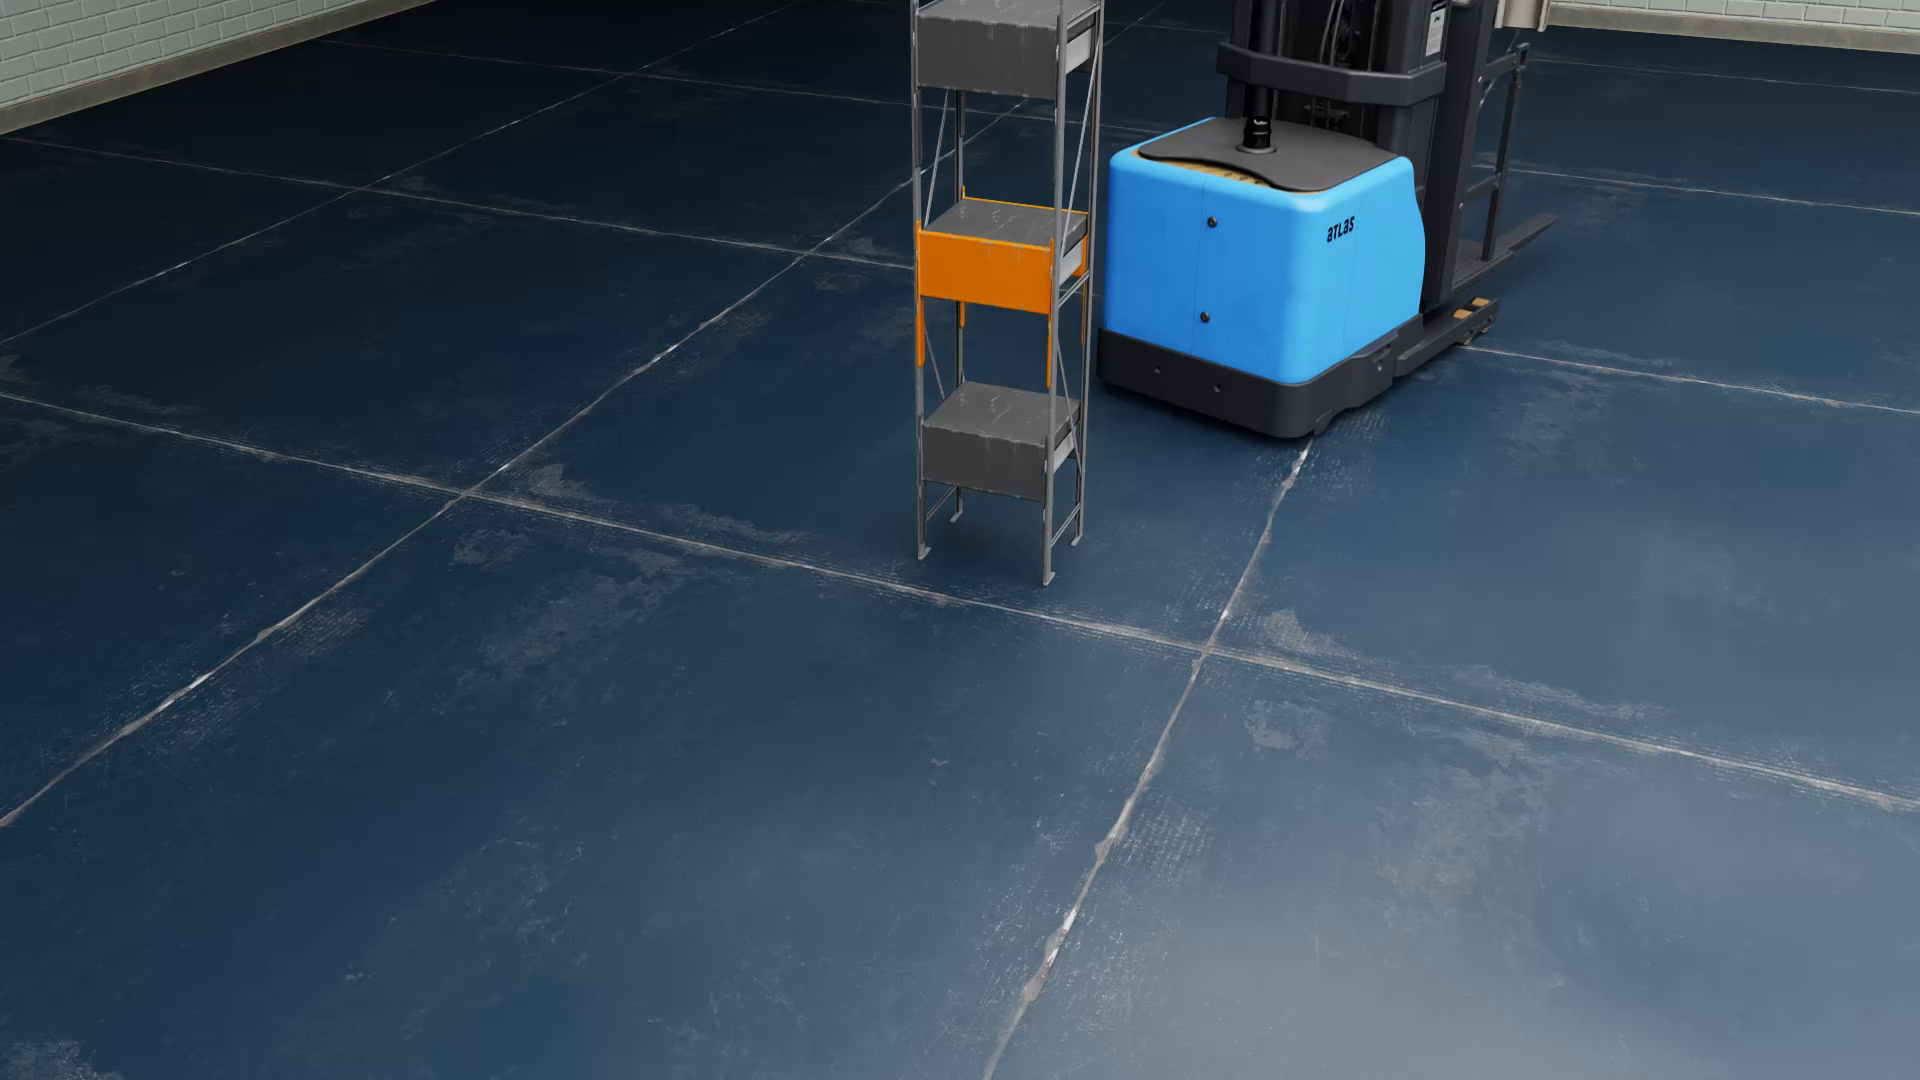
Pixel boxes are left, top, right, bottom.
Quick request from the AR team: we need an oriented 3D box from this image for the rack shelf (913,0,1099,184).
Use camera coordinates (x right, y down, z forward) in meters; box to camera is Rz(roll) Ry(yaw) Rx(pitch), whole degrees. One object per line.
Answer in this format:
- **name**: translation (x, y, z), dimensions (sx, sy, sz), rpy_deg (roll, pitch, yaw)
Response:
- **rack shelf**: translation (0.153, -1.481, 5.341), dimensions (0.480, 0.518, 0.431), rpy_deg (11, 31, 19)

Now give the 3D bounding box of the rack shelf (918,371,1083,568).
- **rack shelf**: translation (0.153, -0.262, 6.030), dimensions (0.480, 0.518, 0.431), rpy_deg (11, 31, 19)

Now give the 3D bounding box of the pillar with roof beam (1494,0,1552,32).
- **pillar with roof beam**: translation (3.038, -6.224, 8.117), dimensions (0.400, 9.000, 9.100), rpy_deg (11, 31, 19)

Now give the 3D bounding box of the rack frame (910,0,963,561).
- **rack frame**: translation (-0.073, -0.929, 5.759), dimensions (0.015, 2.100, 0.400), rpy_deg (11, 31, 19)

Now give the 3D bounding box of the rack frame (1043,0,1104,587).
- **rack frame**: translation (0.379, -0.838, 5.599), dimensions (0.015, 2.100, 0.400), rpy_deg (11, 31, 19)

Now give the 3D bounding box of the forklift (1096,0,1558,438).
- **forklift**: translation (1.944, -2.344, 7.419), dimensions (1.130, 2.935, 3.031), rpy_deg (23, 37, 34)

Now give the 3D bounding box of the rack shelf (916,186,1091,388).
- **rack shelf**: translation (0.153, -0.872, 5.686), dimensions (0.480, 0.518, 0.431), rpy_deg (11, 31, 19)

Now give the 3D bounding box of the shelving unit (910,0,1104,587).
- **shelving unit**: translation (0.153, -0.883, 5.679), dimensions (0.503, 2.100, 0.431), rpy_deg (11, 31, 19)
